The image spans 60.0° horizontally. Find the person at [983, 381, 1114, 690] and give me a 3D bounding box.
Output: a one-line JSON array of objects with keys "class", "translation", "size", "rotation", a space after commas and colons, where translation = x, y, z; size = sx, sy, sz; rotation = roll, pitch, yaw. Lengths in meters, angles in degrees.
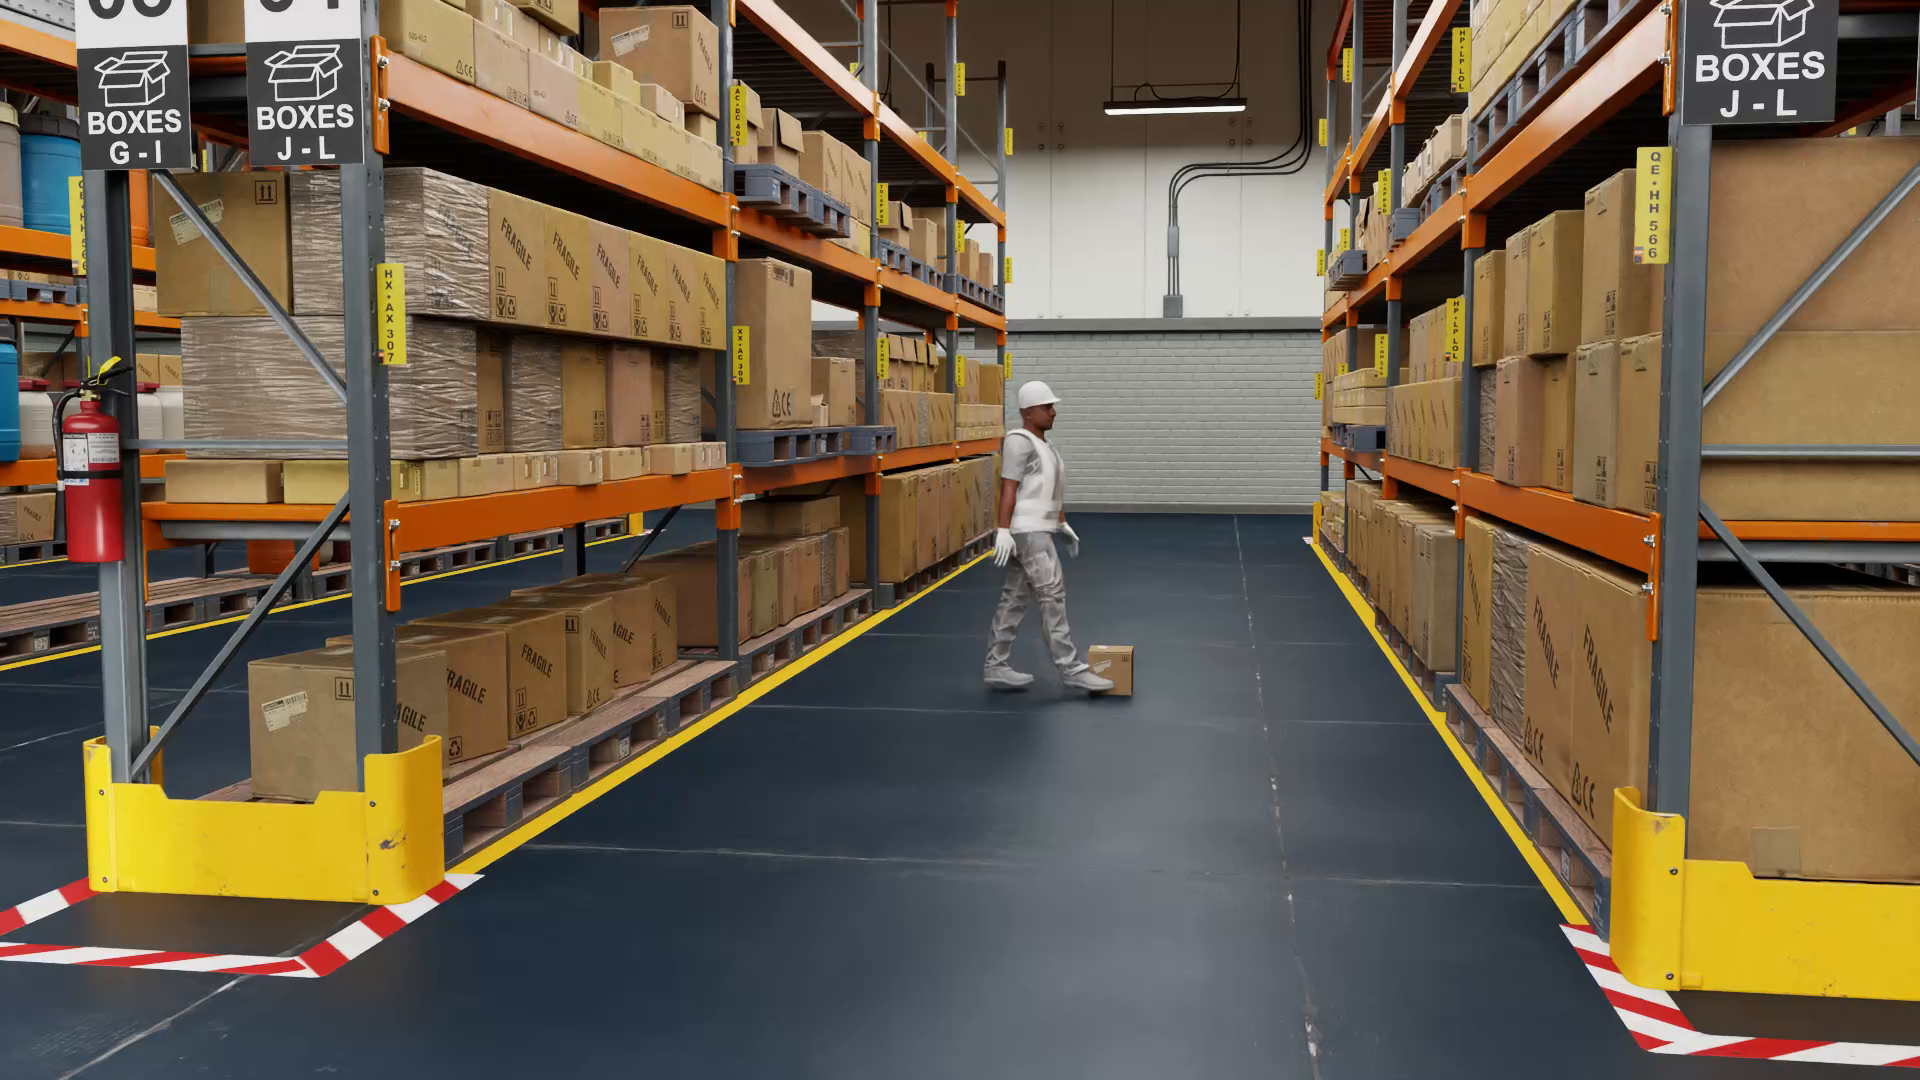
[{"class": "person", "translation": [0.527, -0.034, 9.610], "size": [0.797, 1.760, 0.599], "rotation": [1, 5, 14]}]
